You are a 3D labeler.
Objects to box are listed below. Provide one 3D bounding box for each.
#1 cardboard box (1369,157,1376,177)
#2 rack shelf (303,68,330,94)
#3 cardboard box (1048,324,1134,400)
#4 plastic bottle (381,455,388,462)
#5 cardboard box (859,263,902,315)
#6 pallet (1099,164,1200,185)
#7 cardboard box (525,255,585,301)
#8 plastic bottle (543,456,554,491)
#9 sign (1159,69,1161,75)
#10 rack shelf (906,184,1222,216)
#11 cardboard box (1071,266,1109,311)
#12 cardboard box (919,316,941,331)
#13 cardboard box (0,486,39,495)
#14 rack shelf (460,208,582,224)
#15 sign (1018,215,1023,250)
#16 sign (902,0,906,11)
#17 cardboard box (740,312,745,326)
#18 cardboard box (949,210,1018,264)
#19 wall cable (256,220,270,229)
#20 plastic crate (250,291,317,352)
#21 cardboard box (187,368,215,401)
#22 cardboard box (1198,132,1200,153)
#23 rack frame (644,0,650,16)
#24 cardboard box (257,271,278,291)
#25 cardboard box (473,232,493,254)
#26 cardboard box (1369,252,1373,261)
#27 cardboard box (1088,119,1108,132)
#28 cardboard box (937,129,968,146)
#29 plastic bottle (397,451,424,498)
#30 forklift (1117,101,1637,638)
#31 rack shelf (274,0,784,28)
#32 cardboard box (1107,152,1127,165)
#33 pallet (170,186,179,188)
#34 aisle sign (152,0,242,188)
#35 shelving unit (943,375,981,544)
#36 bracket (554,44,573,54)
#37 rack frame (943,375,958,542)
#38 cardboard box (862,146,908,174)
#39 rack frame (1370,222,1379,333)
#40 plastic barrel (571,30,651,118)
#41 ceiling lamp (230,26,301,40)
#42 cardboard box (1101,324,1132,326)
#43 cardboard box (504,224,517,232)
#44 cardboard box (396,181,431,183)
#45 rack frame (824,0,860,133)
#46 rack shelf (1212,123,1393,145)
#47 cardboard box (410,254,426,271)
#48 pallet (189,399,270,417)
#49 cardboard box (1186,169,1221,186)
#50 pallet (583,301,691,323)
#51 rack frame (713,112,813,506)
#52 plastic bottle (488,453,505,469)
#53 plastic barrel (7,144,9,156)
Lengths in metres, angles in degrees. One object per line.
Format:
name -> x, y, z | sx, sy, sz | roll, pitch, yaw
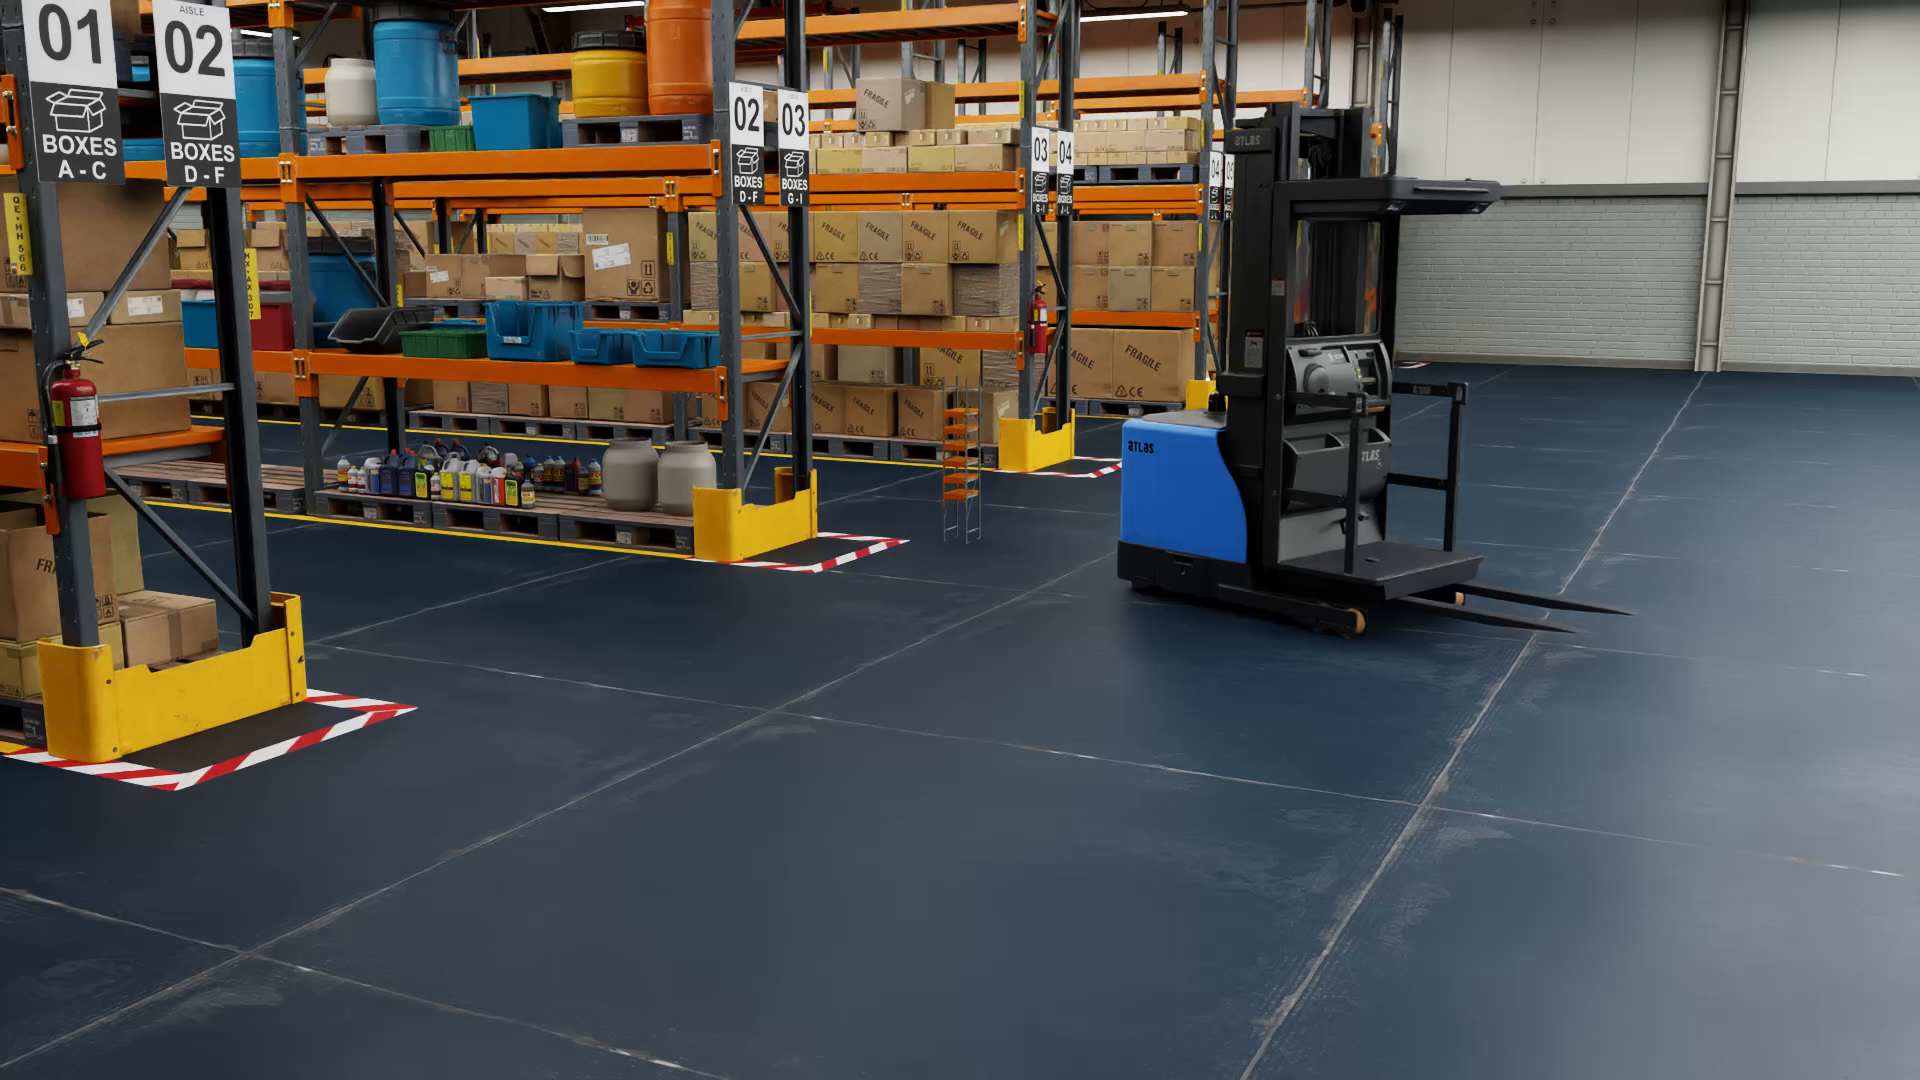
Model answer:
cardboard box -> 6.903, -6.372, 28.853 | 0.500, 0.500, 0.500 | 5, 12, 28
rack shelf -> -8.138, -5.409, 19.991 | 4.000, 0.370, 1.077 | 5, 11, 26
cardboard box -> 1.688, -2.277, 21.174 | 0.875, 0.875, 0.875 | 5, 11, 25
plastic bottle -> -4.509, -0.524, 13.097 | 0.133, 0.283, 0.061 | 5, 11, 26
cardboard box -> -0.582, -2.529, 16.667 | 0.500, 0.500, 0.875 | 5, 11, 26
pallet -> 2.445, -4.493, 20.459 | 1.213, 0.211, 1.003 | 5, 11, 26
cardboard box -> -4.353, -2.914, 18.439 | 0.637, 0.503, 0.797 | 6, 12, 32
plastic bottle -> -3.247, -0.530, 13.161 | 0.097, 0.271, 0.097 | 0, 10, 0
sign -> 3.591, -8.274, 29.831 | 0.005, 0.325, 0.100 | 5, 11, 26
rack shelf -> 1.321, -4.283, 21.072 | 4.000, 0.370, 1.077 | 5, 11, 26
cardboard box -> 1.813, -3.204, 21.087 | 0.550, 0.550, 0.875 | 5, 11, 26
cardboard box -> -0.205, -2.139, 16.331 | 0.250, 0.149, 0.380 | 5, 11, 26
cardboard box -> -4.843, -0.015, 8.324 | 0.500, 0.500, 0.500 | 5, 11, 26
rack shelf -> -7.340, -6.027, 30.709 | 4.000, 0.370, 1.077 | 5, 11, 26
sign -> 0.566, -2.858, 15.459 | 0.005, 0.325, 0.100 | 5, 11, 26
sign -> -0.702, -6.682, 21.037 | 0.005, 0.325, 0.100 | 5, 11, 26
cardboard box -> -2.243, -2.309, 17.271 | 0.250, 0.149, 0.380 | 5, 11, 26
cardboard box -> 0.227, -2.911, 15.968 | 0.500, 0.500, 0.500 | 5, 11, 26
wall cable -> -14.201, -6.019, 34.124 | 0.123, 1.953, 0.585 | 5, 11, 26
plastic crate -> -5.519, -1.764, 13.377 | 0.583, 0.464, 0.402 | 5, 11, 26
cardboard box -> -9.349, -2.279, 21.187 | 0.875, 0.875, 1.225 | 5, 11, 26
cardboard box -> 2.796, -4.887, 20.514 | 0.500, 0.250, 0.500 | 5, 11, 26
rack frame -> -4.059, -6.586, 23.353 | 0.127, 3.000, 1.000 | 5, 11, 26
cardboard box -> -8.264, -3.019, 20.209 | 0.500, 0.500, 0.500 | 5, 12, 27
cardboard box -> -8.830, -5.521, 31.224 | 0.500, 0.500, 0.500 | 5, 11, 25
cardboard box -> 7.218, -5.032, 29.508 | 0.250, 0.149, 0.380 | 5, 11, 24
cardboard box -> 1.753, -5.057, 20.332 | 0.250, 0.149, 0.380 | 5, 11, 26
cardboard box -> -0.033, -3.833, 15.867 | 0.250, 0.149, 0.380 | 4, 11, 23
plastic bottle -> -4.239, -0.512, 12.839 | 0.185, 0.351, 0.144 | 4, 11, 23
forklift -> 2.350, -0.999, 9.521 | 1.130, 2.935, 3.031 | -9, 14, -41
rack shelf -> -3.155, -3.987, 12.137 | 4.000, 0.370, 1.077 | 5, 11, 26
cardboard box -> 1.984, -4.644, 20.291 | 0.250, 0.149, 0.380 | 5, 11, 26
pallet -> -9.088, -4.483, 20.690 | 1.217, 0.209, 0.805 | 5, 11, 24
aisle sign -> -3.362, -1.961, 7.341 | 0.004, 0.787, 0.394 | 5, 11, 26
shelving unit -> 0.013, -0.589, 12.117 | 0.189, 1.200, 0.258 | 5, 11, 26
bracket -> -8.745, -10.846, 36.785 | 0.430, 0.232, 0.235 | 5, 11, 26
rack frame -> -0.069, -0.596, 12.157 | 0.006, 1.200, 0.240 | 5, 11, 26
cardboard box -> -0.620, -3.700, 16.248 | 0.500, 0.250, 0.500 | 5, 12, 27
rack frame -> 7.408, -4.595, 29.198 | 0.127, 3.000, 1.000 | 5, 11, 26
plastic barrel -> -2.440, -3.273, 11.763 | 0.600, 0.588, 0.600 | 0, 10, 0
ceiling lamp -> -12.614, -10.712, 29.758 | 0.800, 3.185, 2.000 | 5, 11, 26
cardboard box -> 2.522, -3.210, 25.981 | 0.500, 0.500, 0.500 | 6, 12, 28
cardboard box -> -8.245, -5.785, 30.864 | 0.250, 0.149, 0.380 | 5, 11, 24
cardboard box -> -6.036, -4.174, 18.871 | 0.500, 0.250, 0.500 | 5, 12, 27
rack frame -> -1.960, -7.385, 27.765 | 0.127, 3.000, 1.000 | 5, 11, 26
rack shelf -> 5.614, -7.154, 29.634 | 4.000, 0.370, 1.077 | 5, 11, 26
cardboard box -> -8.205, -4.138, 25.555 | 0.500, 0.500, 0.500 | 5, 11, 26
pallet -> -9.206, -1.744, 21.275 | 1.213, 0.211, 1.003 | 5, 11, 26
cardboard box -> 3.719, -5.428, 24.963 | 0.500, 0.250, 0.500 | 5, 12, 27
pallet -> -3.378, -2.524, 18.291 | 1.213, 0.211, 1.003 | 5, 11, 26
rack frame -> -1.362, -1.428, 11.700 | 0.127, 3.000, 1.000 | 5, 11, 26
plastic bottle -> -3.685, -0.548, 13.226 | 0.133, 0.283, 0.061 | 5, 11, 26
plastic barrel -> -7.896, -3.682, 14.323 | 0.600, 0.901, 0.600 | 0, 10, 0
